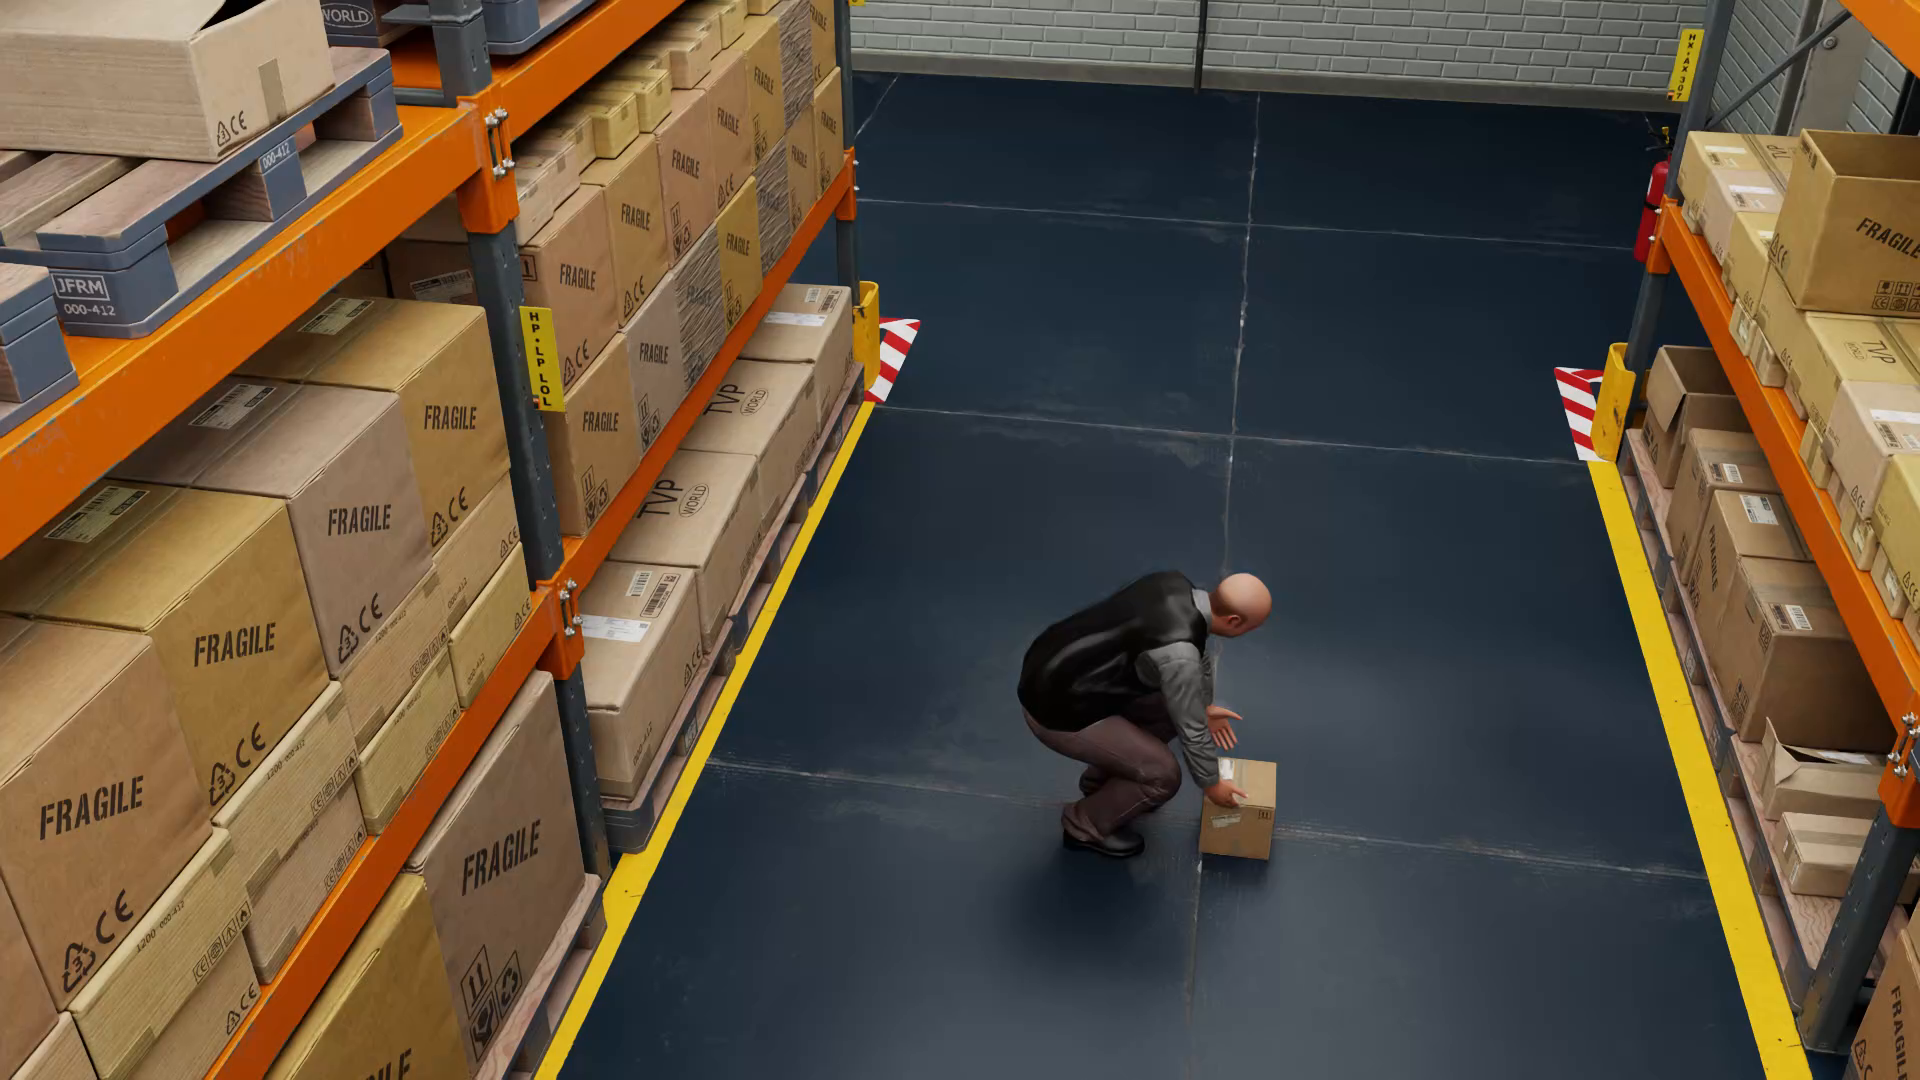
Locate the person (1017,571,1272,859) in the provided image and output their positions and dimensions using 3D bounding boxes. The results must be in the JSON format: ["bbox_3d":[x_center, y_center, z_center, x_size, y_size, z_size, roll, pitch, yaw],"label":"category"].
[{"bbox_3d":[0.633,0.565,5.865,0.837,1.083,0.559,5,33,8],"label":"person"}]
